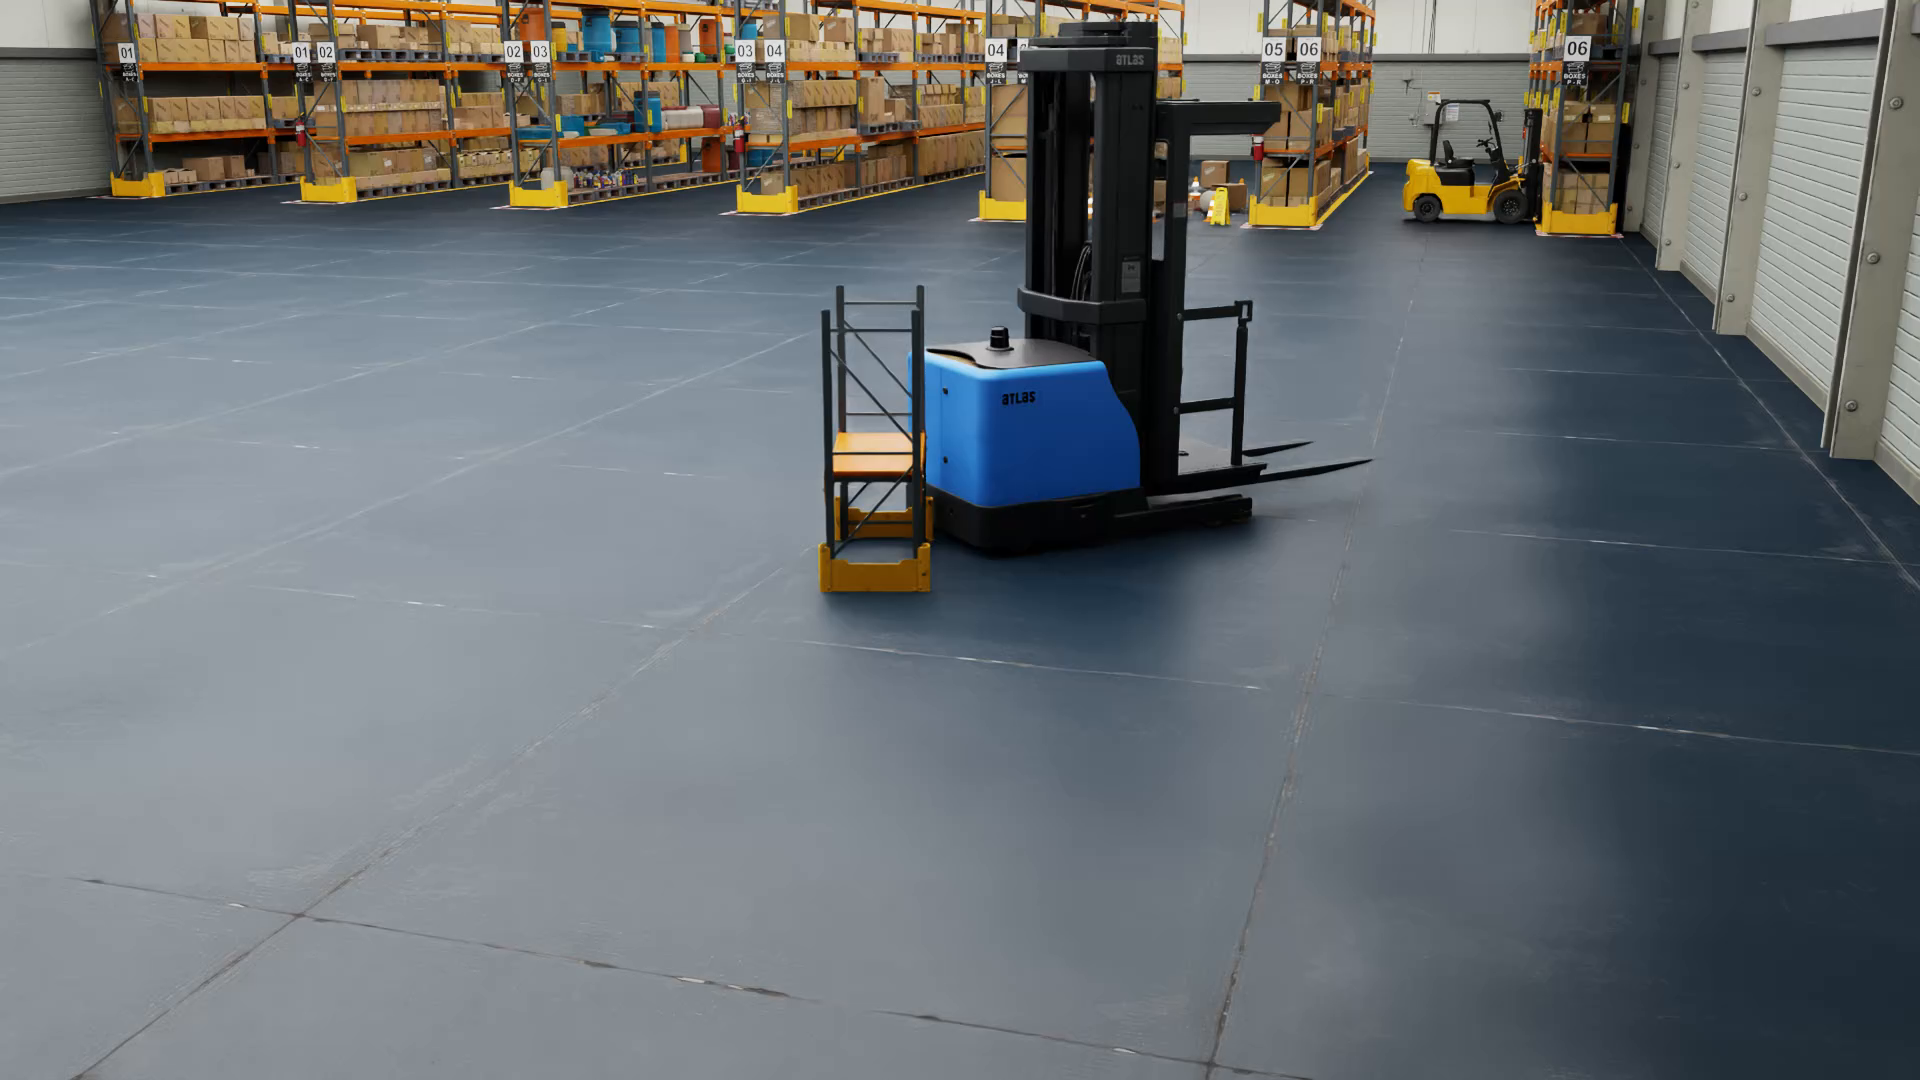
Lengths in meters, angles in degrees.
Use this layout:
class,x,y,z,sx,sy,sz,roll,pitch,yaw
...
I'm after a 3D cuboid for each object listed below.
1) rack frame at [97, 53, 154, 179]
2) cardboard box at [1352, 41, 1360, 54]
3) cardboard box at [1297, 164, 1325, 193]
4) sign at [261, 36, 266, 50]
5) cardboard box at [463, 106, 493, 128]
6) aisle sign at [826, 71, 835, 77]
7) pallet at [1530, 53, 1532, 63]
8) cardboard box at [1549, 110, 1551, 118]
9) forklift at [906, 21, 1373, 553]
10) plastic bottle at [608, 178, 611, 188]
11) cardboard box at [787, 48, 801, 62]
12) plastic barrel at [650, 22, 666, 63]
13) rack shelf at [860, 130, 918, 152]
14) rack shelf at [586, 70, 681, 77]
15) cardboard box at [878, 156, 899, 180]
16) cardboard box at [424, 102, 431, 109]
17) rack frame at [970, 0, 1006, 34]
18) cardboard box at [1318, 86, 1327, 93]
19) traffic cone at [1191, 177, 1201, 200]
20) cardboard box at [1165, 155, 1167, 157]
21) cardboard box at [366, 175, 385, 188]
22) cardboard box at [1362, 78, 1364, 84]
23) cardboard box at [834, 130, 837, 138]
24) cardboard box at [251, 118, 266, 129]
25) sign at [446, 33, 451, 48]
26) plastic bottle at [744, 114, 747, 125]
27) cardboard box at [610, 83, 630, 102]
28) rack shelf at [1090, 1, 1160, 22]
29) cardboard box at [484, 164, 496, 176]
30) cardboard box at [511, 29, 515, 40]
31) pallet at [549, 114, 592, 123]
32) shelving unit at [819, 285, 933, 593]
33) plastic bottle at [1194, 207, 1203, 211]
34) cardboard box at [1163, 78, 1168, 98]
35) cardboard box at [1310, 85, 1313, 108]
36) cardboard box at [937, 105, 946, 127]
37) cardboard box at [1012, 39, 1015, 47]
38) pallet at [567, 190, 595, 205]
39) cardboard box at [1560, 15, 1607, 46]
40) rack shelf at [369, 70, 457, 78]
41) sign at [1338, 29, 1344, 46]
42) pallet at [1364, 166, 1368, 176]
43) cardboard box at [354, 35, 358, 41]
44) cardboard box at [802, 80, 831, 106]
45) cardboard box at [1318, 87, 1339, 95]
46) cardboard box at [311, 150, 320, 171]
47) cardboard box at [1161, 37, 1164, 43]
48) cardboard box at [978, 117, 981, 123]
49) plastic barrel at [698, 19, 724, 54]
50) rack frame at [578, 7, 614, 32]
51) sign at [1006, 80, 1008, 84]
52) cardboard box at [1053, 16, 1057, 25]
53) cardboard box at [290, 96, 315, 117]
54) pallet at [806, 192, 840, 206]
class,x,y,z,sx,sy,sz,roll,pitch,yaw
rack frame,-18.014,-8.974,35.971,1.000,3.000,0.127,5,16,16
cardboard box,9.096,-11.548,38.943,0.500,0.311,0.500,5,16,16
cardboard box,6.530,-6.757,31.049,0.500,0.500,0.500,5,17,17
sign,-16.355,-11.672,39.039,0.100,0.325,0.005,5,16,16
cardboard box,-11.601,-10.154,39.948,0.500,0.500,0.500,5,16,16
aisle sign,-3.667,-13.638,47.652,0.394,0.787,0.004,5,16,16
pallet,13.652,-10.996,37.948,1.213,0.211,1.003,5,16,16
cardboard box,11.028,-7.816,30.516,0.380,0.149,0.250,5,17,17
forklift,1.212,-1.605,10.115,3.031,2.935,1.130,-8,18,-27
plastic bottle,-7.548,-7.663,35.671,0.097,0.201,0.097,0,16,0
cardboard box,-3.382,-9.299,31.893,0.500,0.250,0.500,5,17,18
plastic barrel,-7.071,-11.429,38.209,0.600,0.901,0.708,5,16,16
rack shelf,-2.062,-9.045,37.541,1.077,0.370,4.000,5,16,16
rack shelf,-9.285,-13.351,47.222,1.077,0.370,4.000,5,16,16
cardboard box,-1.810,-8.601,38.430,0.700,0.500,0.500,3,16,11
cardboard box,-12.143,-9.776,37.428,0.380,0.149,0.250,4,16,14
rack frame,0.780,-14.894,45.848,1.000,3.000,0.127,5,16,16
cardboard box,7.904,-9.831,36.976,0.500,0.500,0.500,4,16,14
traffic cone,5.005,-7.466,35.302,0.336,0.463,0.334,5,16,16
cardboard box,5.207,-9.998,43.490,0.380,0.149,0.250,5,17,16
cardboard box,-12.759,-7.724,35.834,0.500,0.250,0.500,5,16,16
cardboard box,9.806,-11.362,41.187,0.380,0.149,0.250,4,16,14
cardboard box,-2.780,-8.414,34.456,0.380,0.149,0.250,5,16,16
cardboard box,-16.721,-9.811,39.159,0.500,0.250,0.500,5,16,16
sign,-11.594,-11.325,37.669,0.100,0.325,0.005,5,16,16
plastic bottle,-5.437,-10.629,42.022,0.061,0.283,0.133,5,16,16
cardboard box,-9.450,-12.361,45.896,0.500,0.500,0.500,5,17,17
rack shelf,3.802,-12.374,39.017,1.077,0.370,4.000,5,16,16
cardboard box,-11.484,-8.872,39.882,0.500,0.250,0.500,4,16,14
cardboard box,-13.414,-14.929,49.417,0.500,0.500,0.500,5,16,16
pallet,-10.442,-11.101,43.820,1.003,0.211,1.213,5,16,16
shelving unit,-0.454,-0.589,9.157,0.587,1.500,1.083,0,16,0
plastic bottle,4.707,-6.494,32.612,0.133,0.061,0.283,8,18,25
cardboard box,5.038,-11.588,42.625,0.500,0.500,0.500,5,17,17
cardboard box,6.372,-8.542,31.886,0.700,0.500,0.500,5,17,16
cardboard box,-0.664,-10.469,41.058,0.500,0.500,0.500,5,16,16
cardboard box,0.802,-9.162,30.645,0.380,0.149,0.250,5,17,16
pallet,-8.303,-7.100,34.474,1.003,0.211,1.213,5,16,16
cardboard box,10.774,-8.805,28.744,0.700,0.500,0.500,5,17,16
rack shelf,-15.172,-12.687,44.884,1.077,0.370,4.000,5,16,16
sign,7.394,-9.751,32.267,0.100,0.325,0.005,5,16,16
pallet,10.129,-9.682,43.579,1.003,0.211,1.213,5,16,16
cardboard box,-13.031,-10.728,35.794,0.500,0.311,0.500,7,17,22
cardboard box,-2.923,-9.009,33.534,0.500,0.500,0.500,5,16,16
cardboard box,7.554,-9.193,34.056,0.380,0.149,0.250,6,17,19
cardboard box,-16.402,-9.493,41.575,0.700,0.500,0.500,5,17,17
cardboard box,4.929,-12.614,41.935,0.380,0.149,0.250,4,16,14
cardboard box,0.341,-11.165,44.158,0.380,0.149,0.250,4,16,15
plastic barrel,-6.078,-12.299,40.639,0.600,0.830,0.708,5,16,16
rack frame,-9.853,-14.616,44.870,1.000,3.000,0.127,5,16,16
sign,1.296,-12.633,46.315,0.100,0.325,0.005,5,16,16
cardboard box,1.577,-9.628,30.825,0.380,0.149,0.250,5,17,16
cardboard box,-16.377,-10.731,41.176,0.700,0.500,0.500,7,17,24
pallet,-3.132,-7.028,34.220,1.003,0.211,1.213,5,16,16
